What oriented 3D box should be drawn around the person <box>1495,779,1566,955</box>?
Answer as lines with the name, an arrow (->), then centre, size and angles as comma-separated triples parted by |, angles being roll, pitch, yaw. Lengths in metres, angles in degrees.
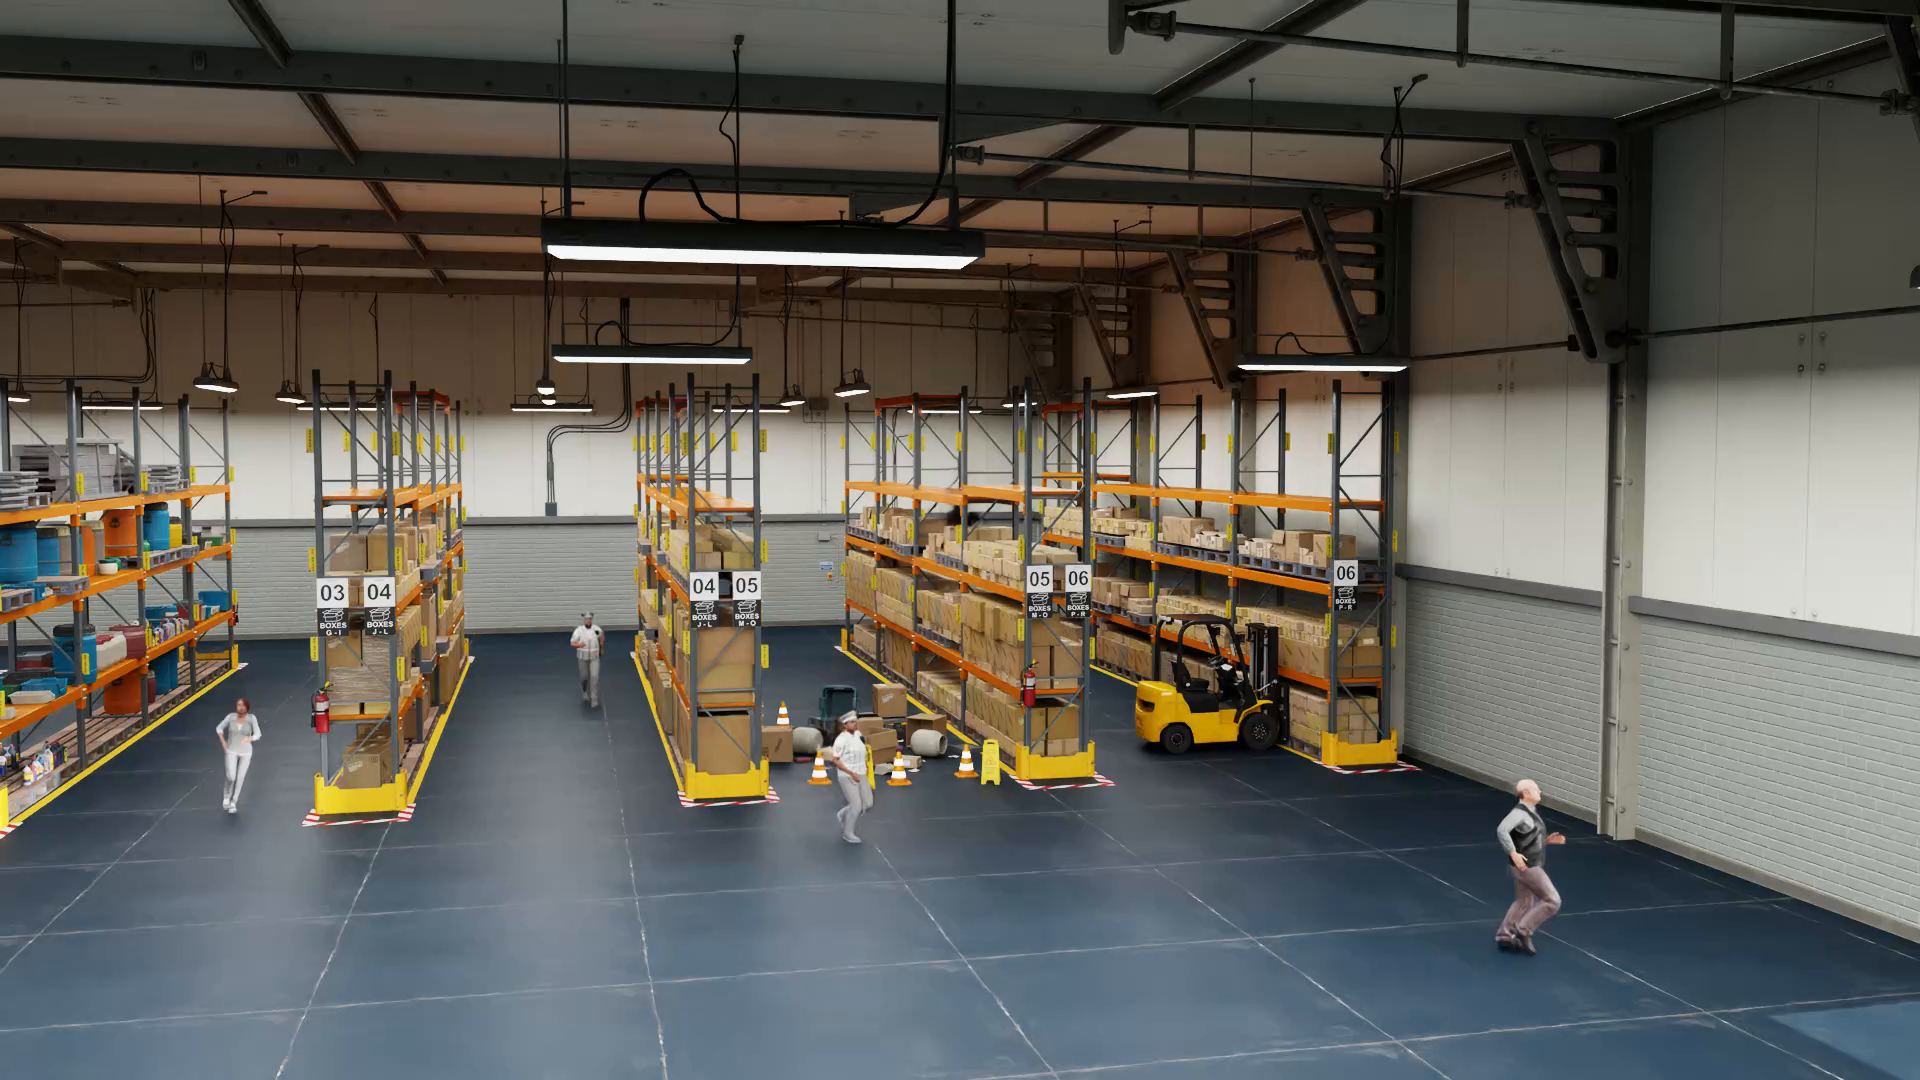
person -> 5.595, 3.199, 16.293 | 0.642, 1.699, 0.644 | 1, 4, 21

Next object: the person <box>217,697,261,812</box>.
person -> -9.776, 2.917, 22.571 | 0.538, 1.575, 0.574 | -2, 4, -28

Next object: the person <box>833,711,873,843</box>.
person -> -1.352, 2.970, 20.954 | 0.488, 1.668, 0.581 | 3, 4, 37

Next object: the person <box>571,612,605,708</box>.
person -> -7.108, 2.257, 31.814 | 0.659, 1.791, 0.967 | -1, 3, -17
